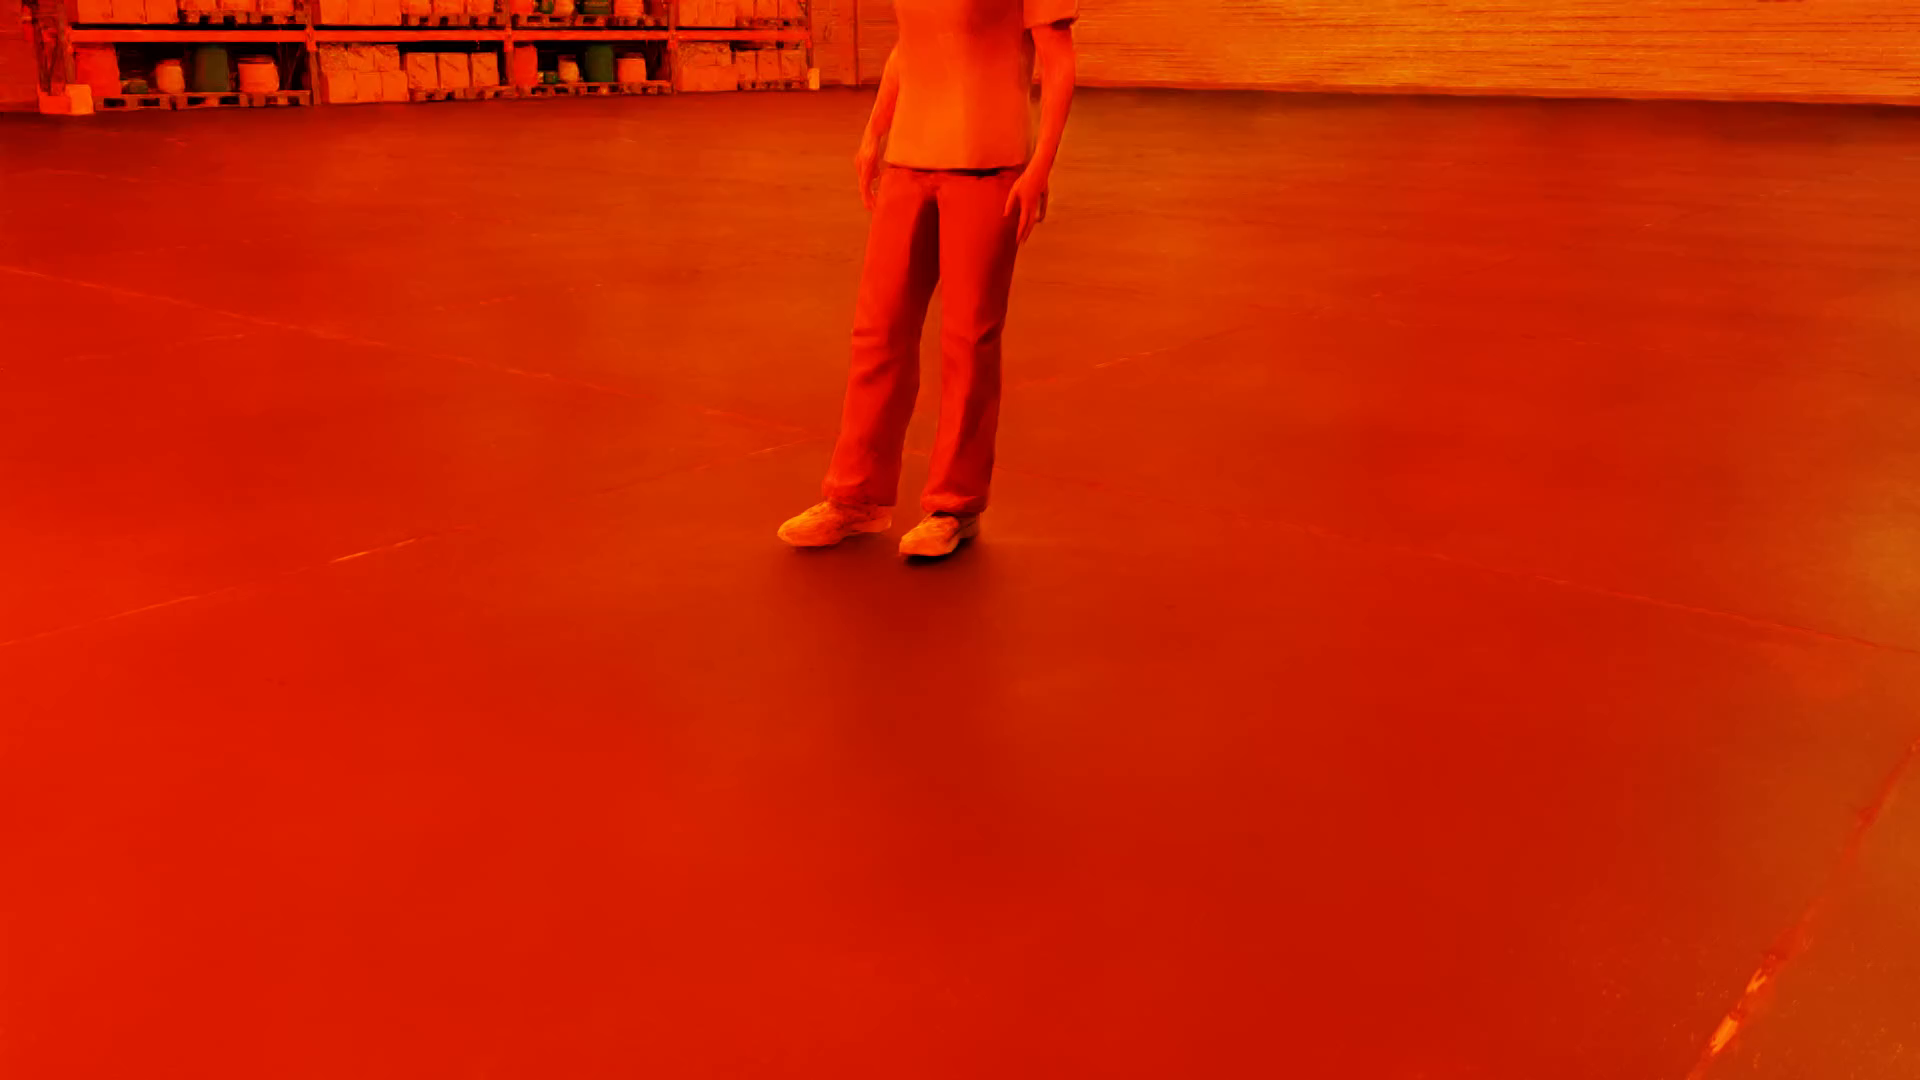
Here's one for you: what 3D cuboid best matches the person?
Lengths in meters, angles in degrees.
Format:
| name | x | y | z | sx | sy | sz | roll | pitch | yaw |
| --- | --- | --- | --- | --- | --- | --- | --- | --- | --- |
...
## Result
| name | x | y | z | sx | sy | sz | roll | pitch | yaw |
| --- | --- | --- | --- | --- | --- | --- | --- | --- | --- |
| person | -0.056 | -0.790 | 3.650 | 0.554 | 1.665 | 0.548 | 13 | 21 | 37 |
